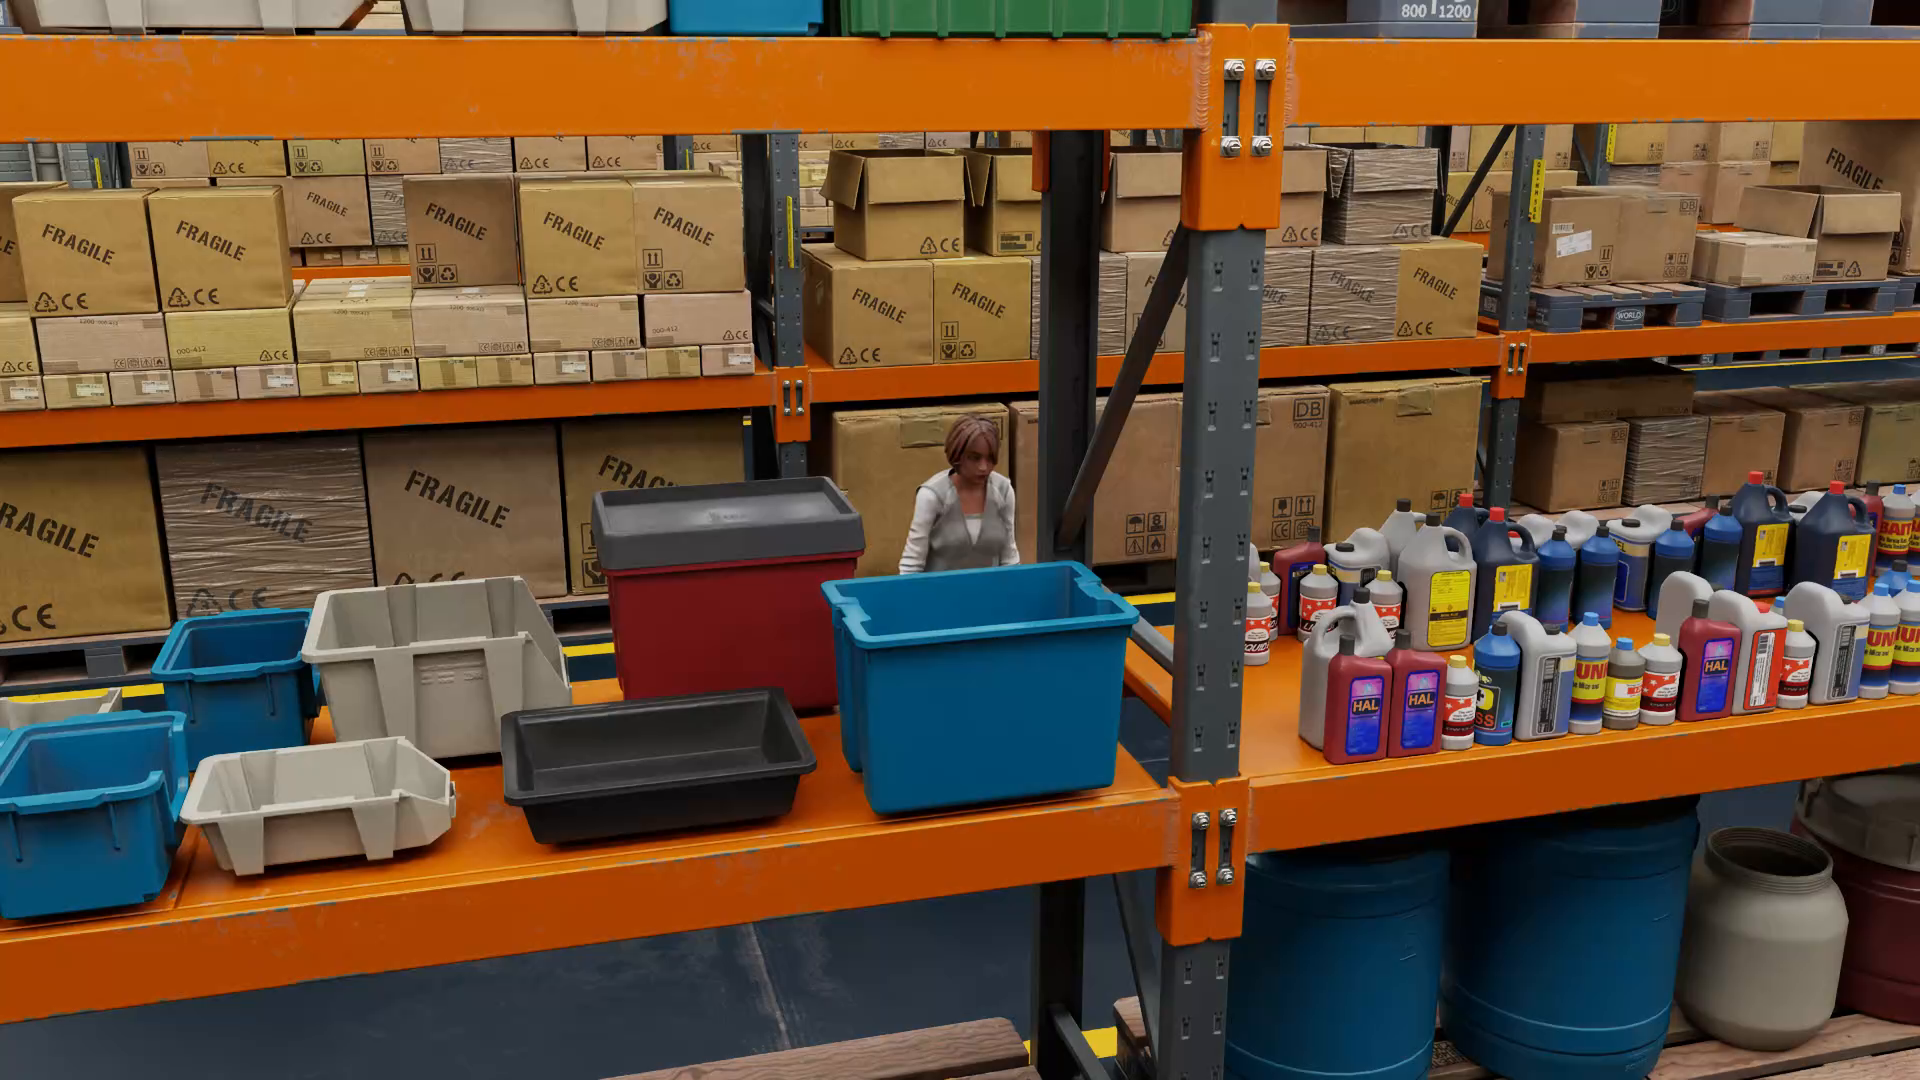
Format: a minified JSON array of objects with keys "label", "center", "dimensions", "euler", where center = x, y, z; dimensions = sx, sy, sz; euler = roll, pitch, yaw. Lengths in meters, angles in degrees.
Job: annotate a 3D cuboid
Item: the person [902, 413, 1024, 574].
[{"label":"person","center":[0.012,0.319,5.959],"dimensions":[0.484,1.592,0.346],"euler":[-6,17,-19]}]
